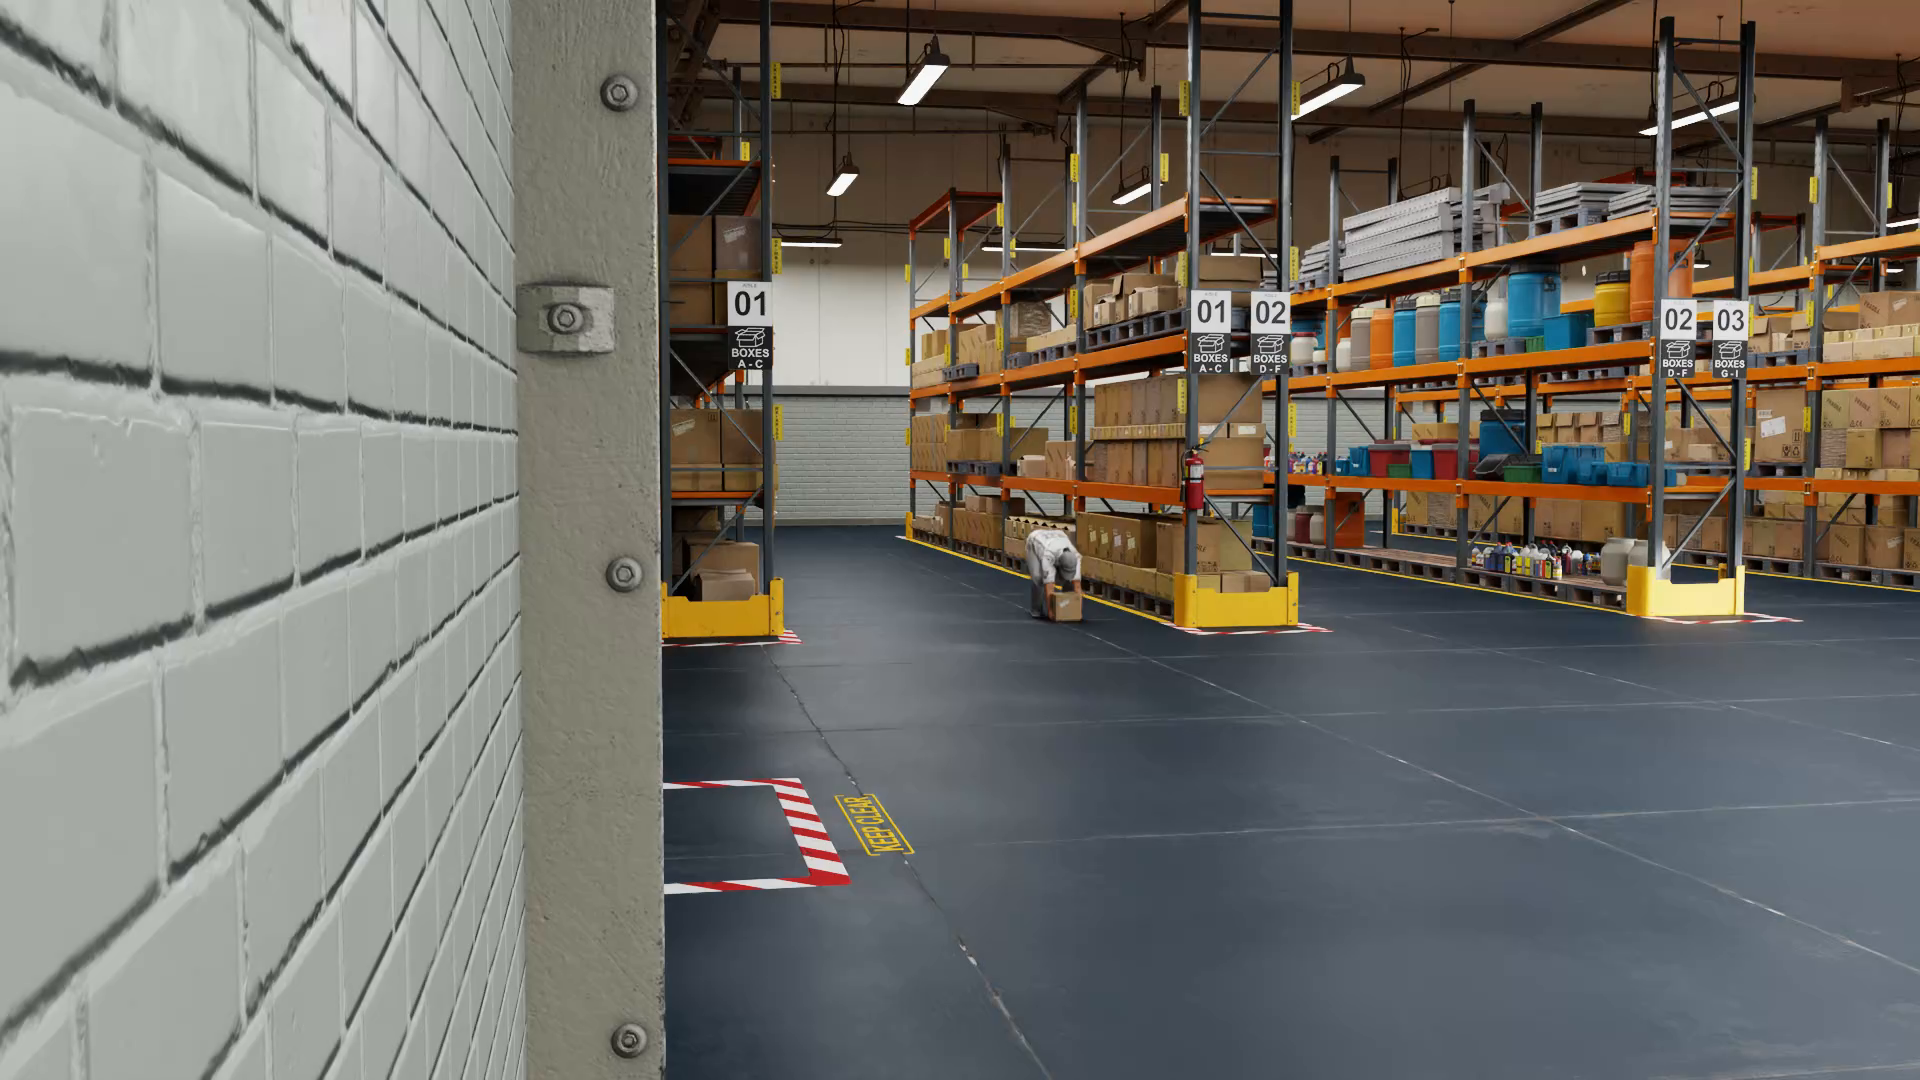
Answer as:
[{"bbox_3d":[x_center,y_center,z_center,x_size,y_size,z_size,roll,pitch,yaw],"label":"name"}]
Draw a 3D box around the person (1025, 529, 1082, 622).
[{"bbox_3d":[0.962,0.346,16.646,0.520,0.887,0.937,-1,3,-15],"label":"person"}]
